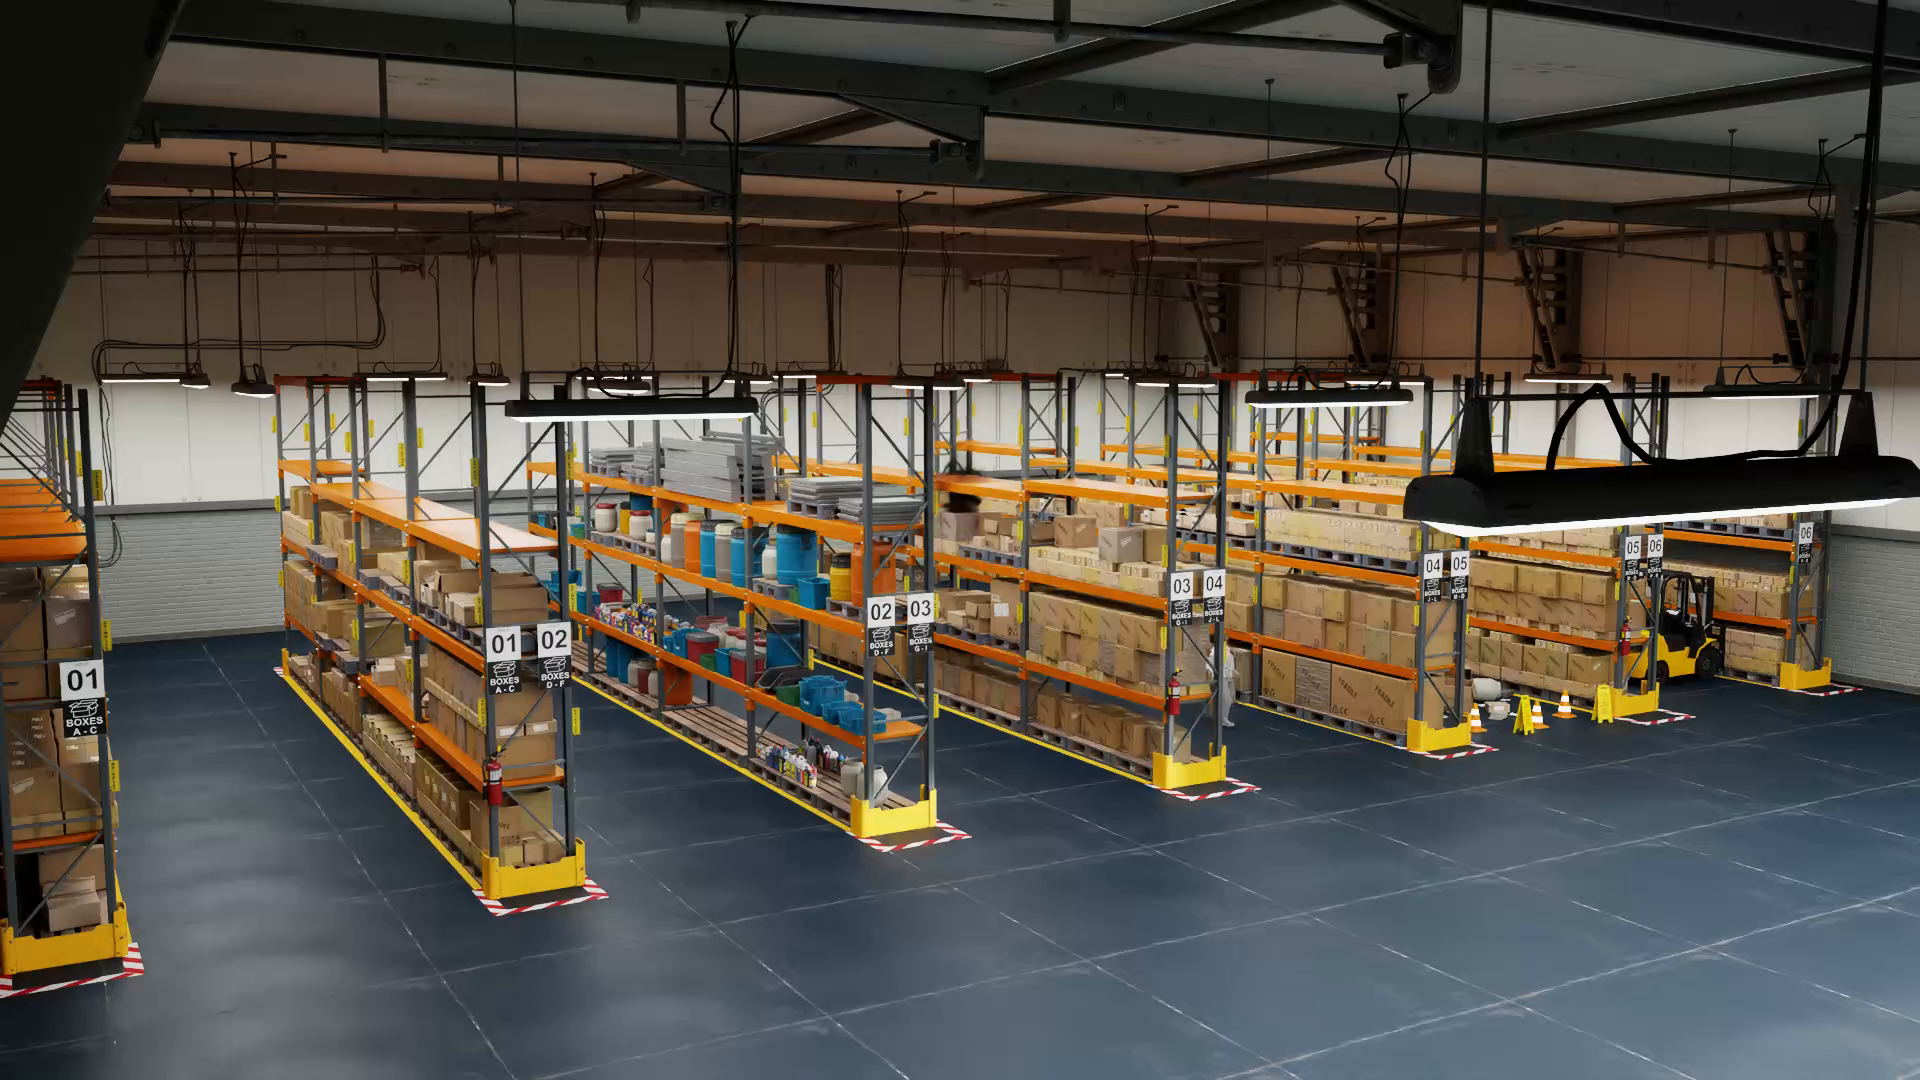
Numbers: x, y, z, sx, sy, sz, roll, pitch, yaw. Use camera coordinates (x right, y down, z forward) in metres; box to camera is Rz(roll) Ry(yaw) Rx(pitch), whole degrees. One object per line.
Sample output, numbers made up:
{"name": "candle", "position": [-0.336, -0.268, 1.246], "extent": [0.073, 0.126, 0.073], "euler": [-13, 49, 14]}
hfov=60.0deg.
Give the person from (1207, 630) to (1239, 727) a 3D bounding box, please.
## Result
{"name": "person", "position": [4.508, 2.371, 28.714], "extent": [0.616, 1.649, 0.610], "euler": [-6, 8, -42]}
